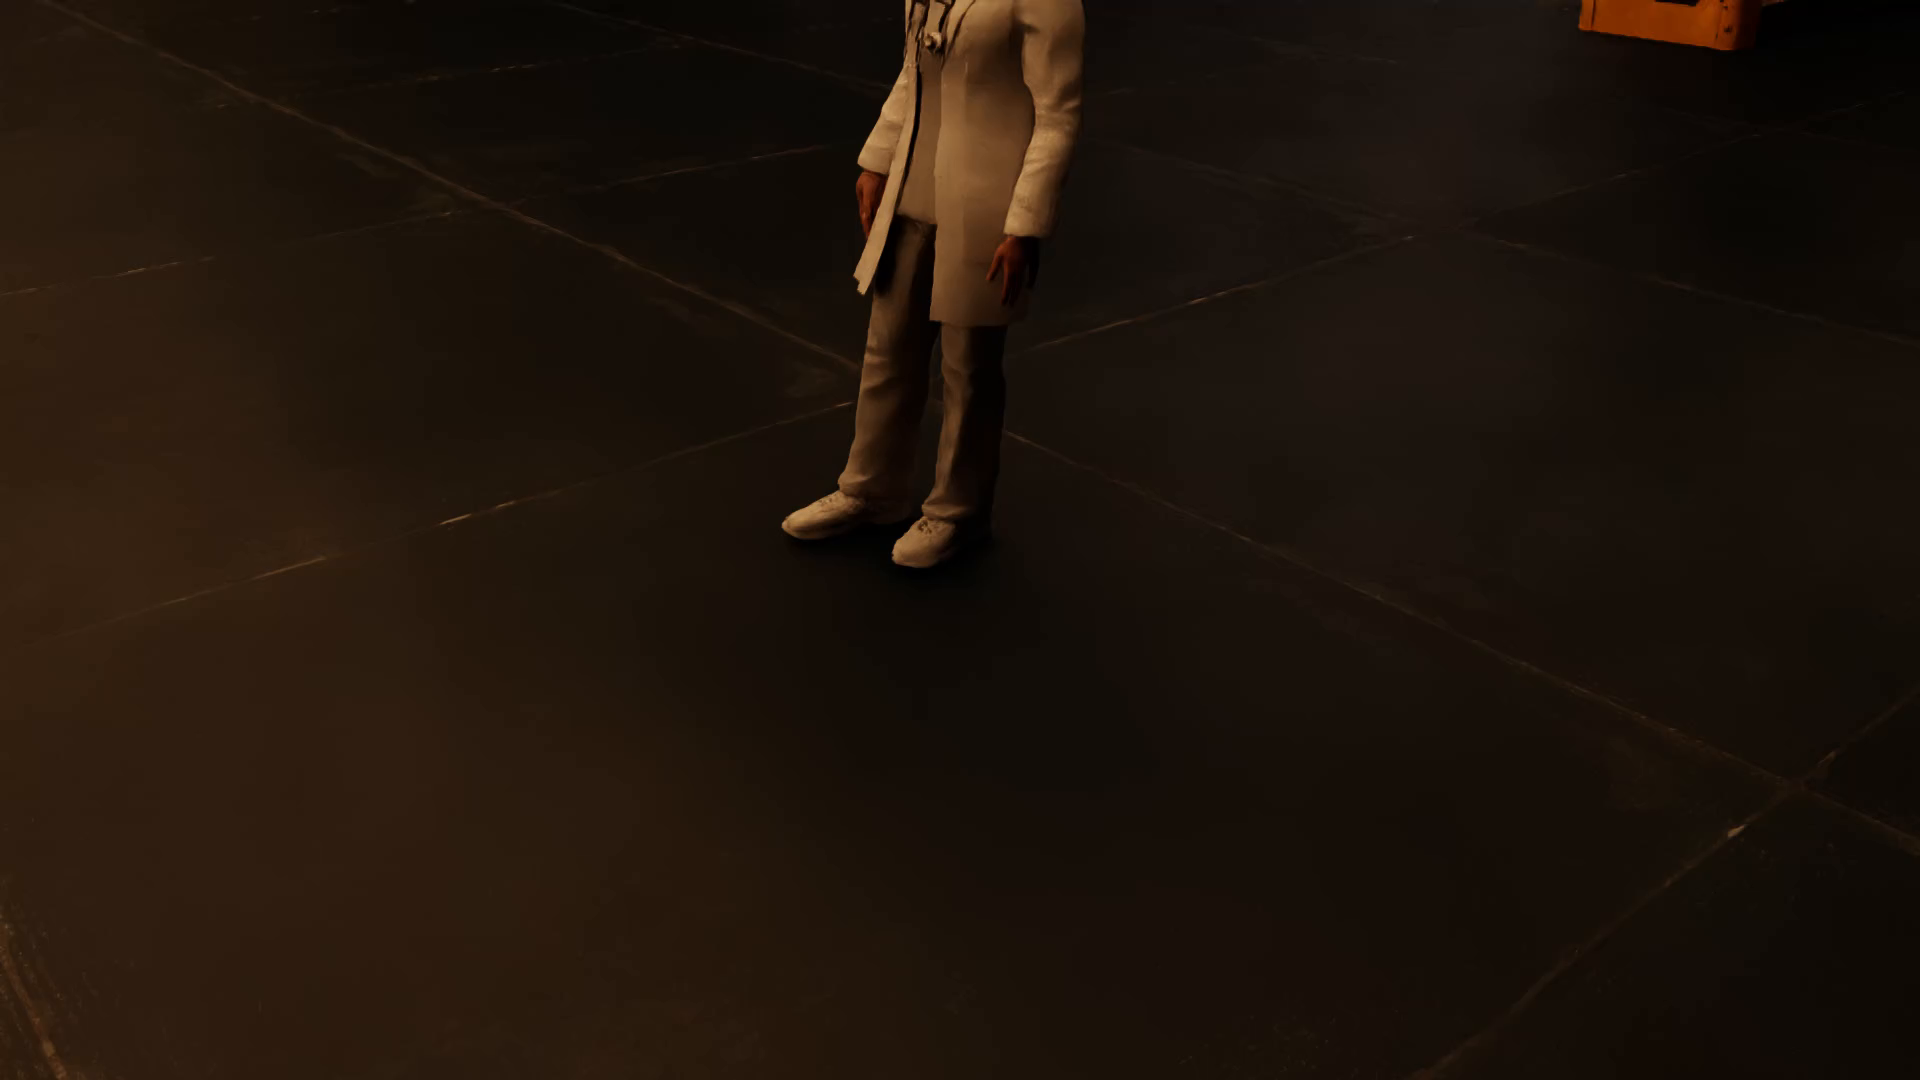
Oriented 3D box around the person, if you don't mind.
[{"bbox_3d":[-0.073,-0.779,4.054,0.579,1.776,0.694,-20,33,-35],"label":"person"}]
